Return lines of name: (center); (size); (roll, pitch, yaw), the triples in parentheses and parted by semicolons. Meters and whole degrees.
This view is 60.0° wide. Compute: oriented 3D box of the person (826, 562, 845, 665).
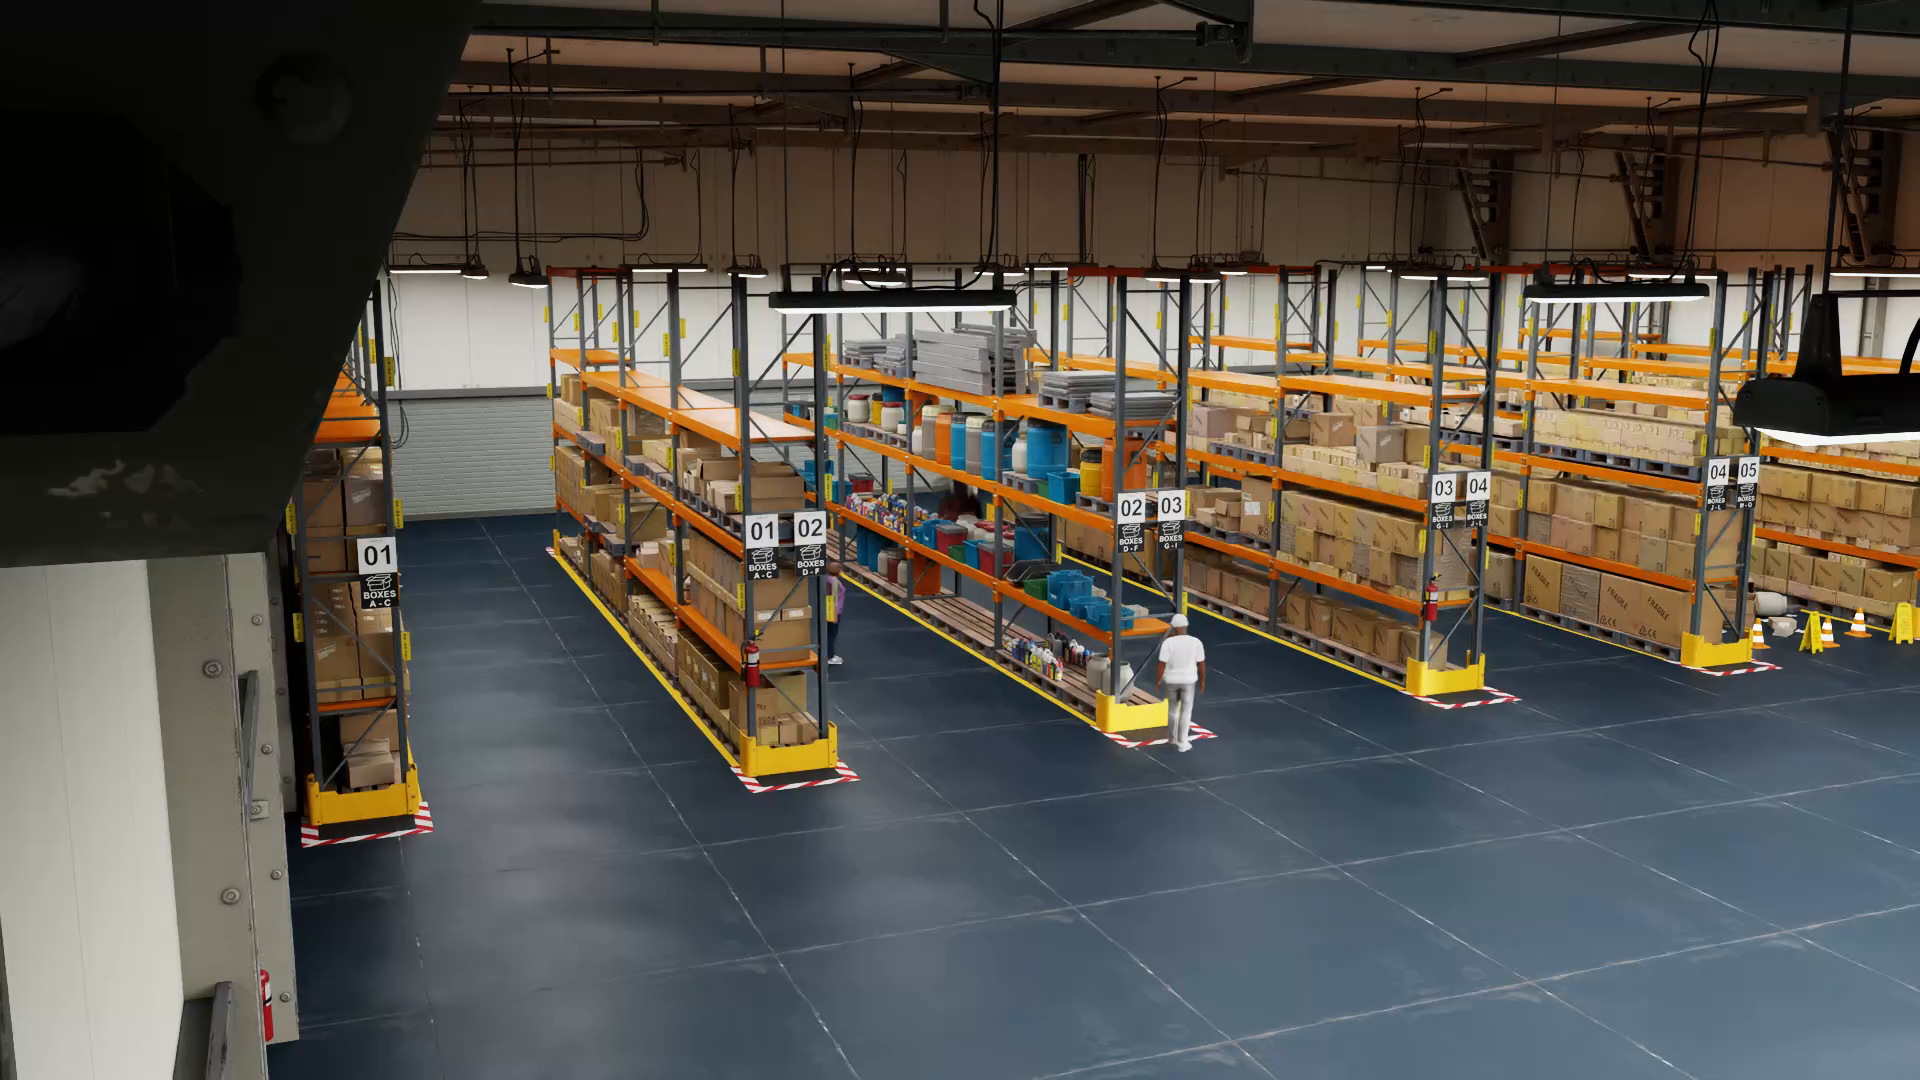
person: (-1.937, 1.121, 25.628); (0.332, 1.606, 0.521); (-2, 10, -9)

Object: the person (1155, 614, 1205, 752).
person: (2.850, 1.792, 21.311); (0.606, 1.763, 0.644); (4, 11, 22)

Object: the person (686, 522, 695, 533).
person: (-5.893, -0.907, 36.924); (0.472, 1.667, 0.461); (-2, 10, -12)

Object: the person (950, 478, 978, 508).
person: (0.105, -0.945, 36.970); (0.599, 1.726, 1.105); (-2, 10, -11)
